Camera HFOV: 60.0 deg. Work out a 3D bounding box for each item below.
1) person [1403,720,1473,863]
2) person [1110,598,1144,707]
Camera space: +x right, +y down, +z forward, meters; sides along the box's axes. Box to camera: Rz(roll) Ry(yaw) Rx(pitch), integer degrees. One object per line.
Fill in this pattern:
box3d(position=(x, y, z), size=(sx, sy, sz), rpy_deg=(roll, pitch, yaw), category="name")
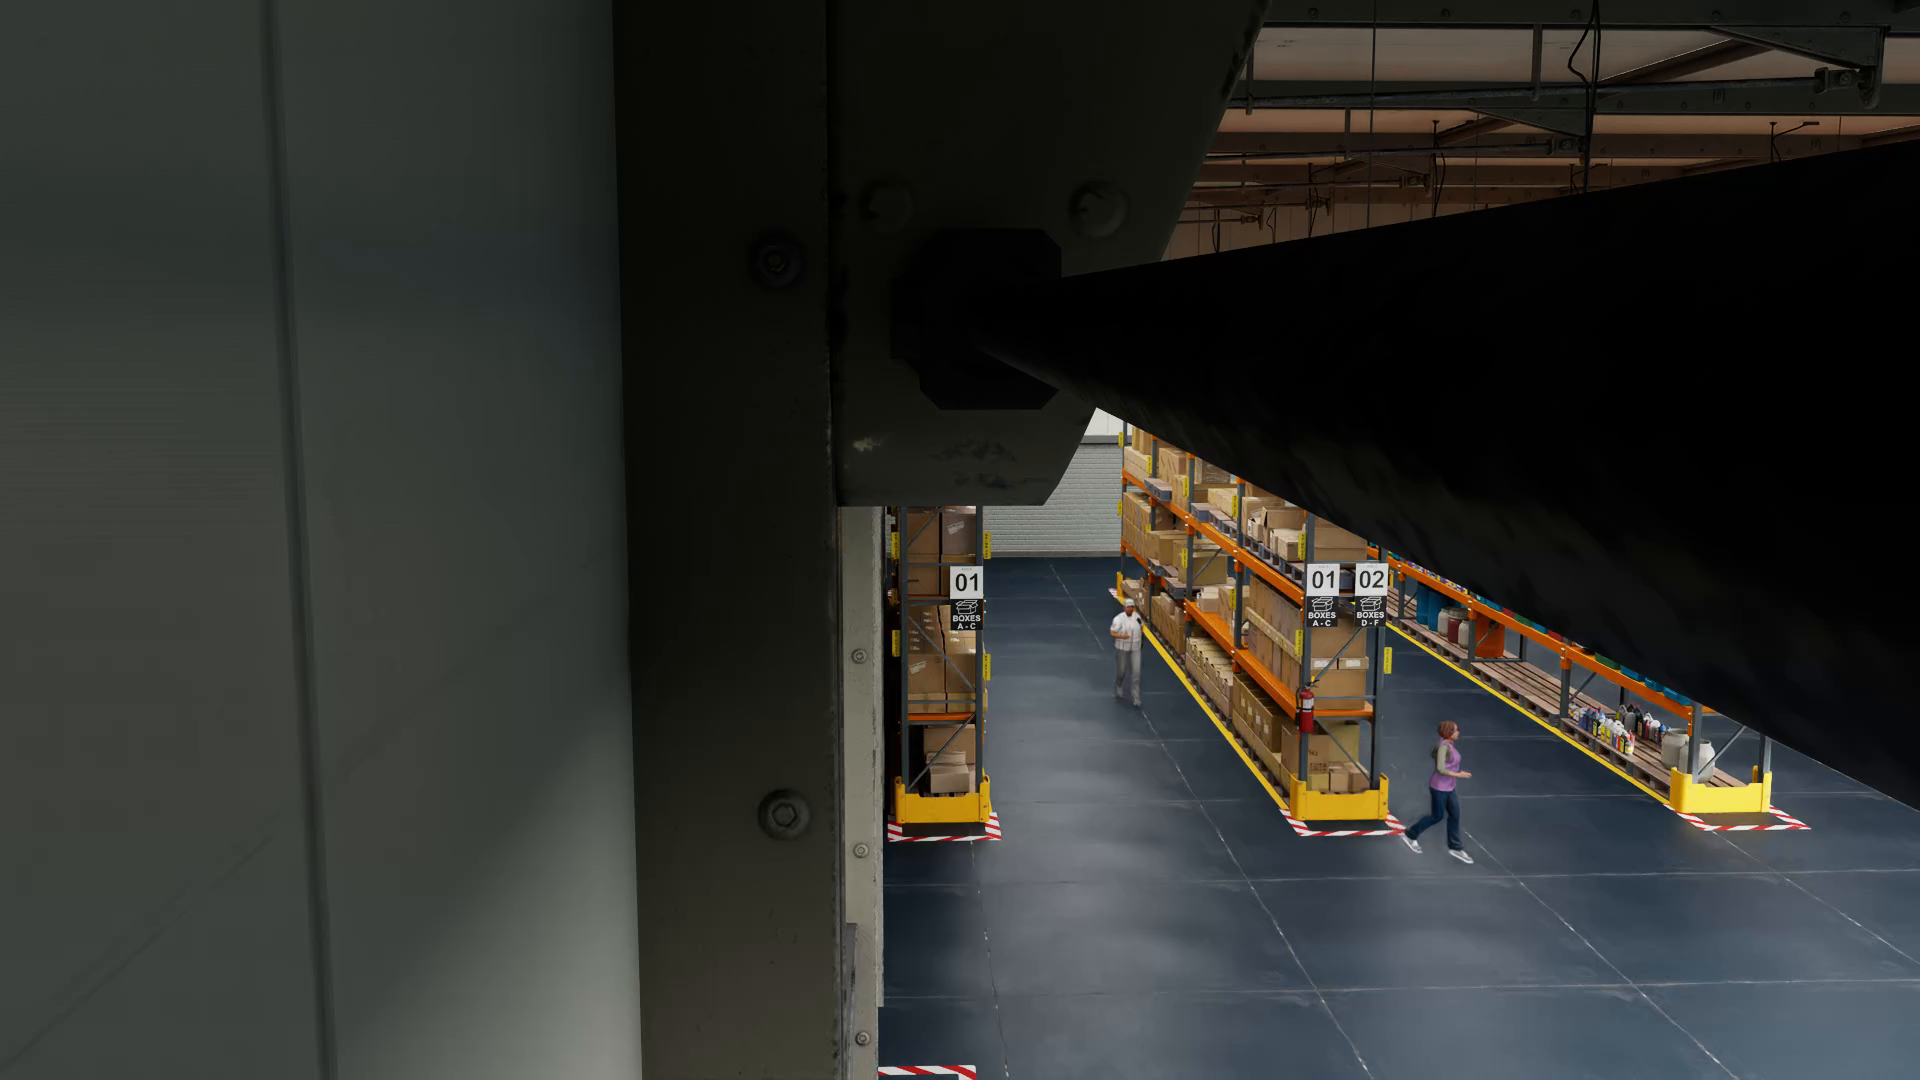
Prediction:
box3d(position=(5.447, 2.828, 18.858), size=(0.777, 1.623, 0.561), rpy_deg=(4, 9, 27), category="person")
box3d(position=(2.691, 1.759, 26.595), size=(0.606, 1.657, 0.873), rpy_deg=(-1, 8, -10), category="person")
